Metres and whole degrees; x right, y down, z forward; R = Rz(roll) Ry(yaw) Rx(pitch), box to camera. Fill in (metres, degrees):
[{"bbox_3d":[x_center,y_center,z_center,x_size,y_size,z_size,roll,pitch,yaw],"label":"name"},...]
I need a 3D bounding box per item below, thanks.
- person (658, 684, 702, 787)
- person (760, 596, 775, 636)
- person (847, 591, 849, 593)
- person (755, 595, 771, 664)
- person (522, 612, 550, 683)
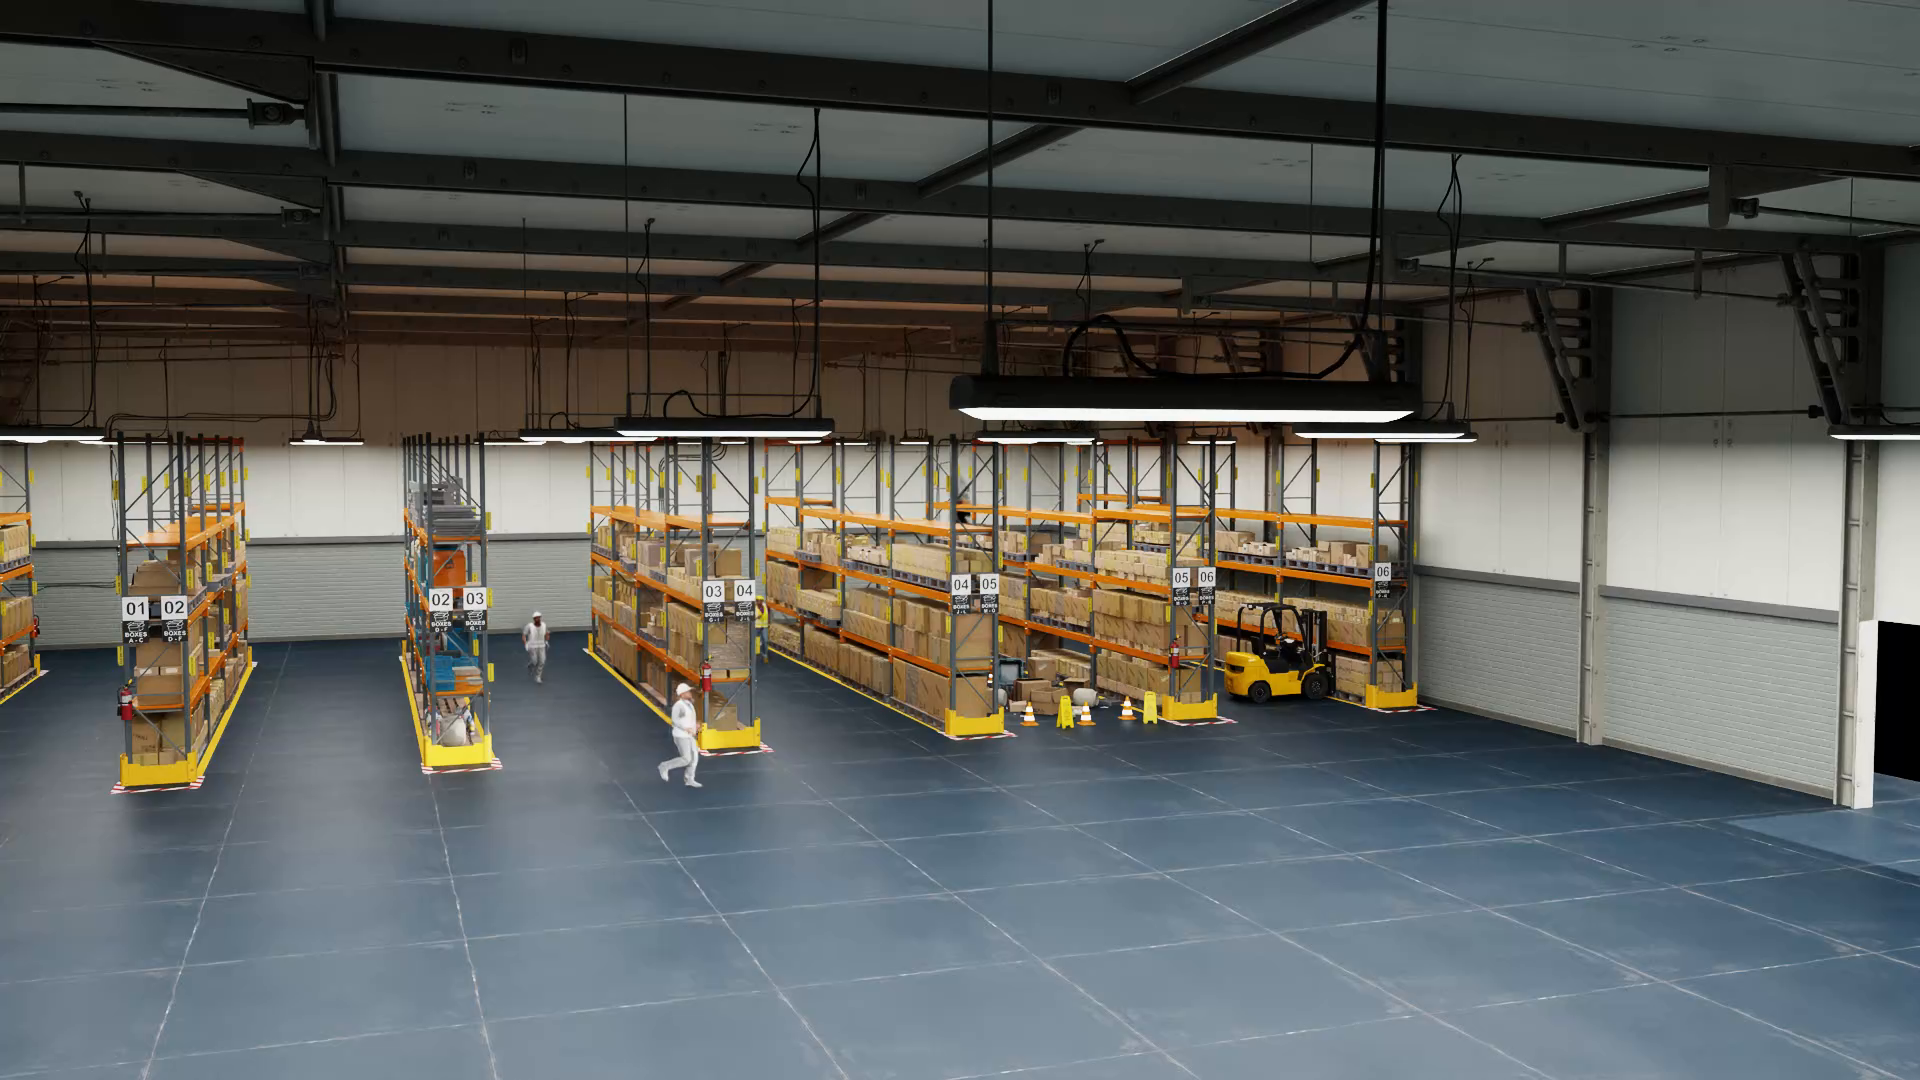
[{"bbox_3d":[-4.716,3.301,28.150,0.723,1.760,0.667,1,3,12],"label":"person"},{"bbox_3d":[-5.754,2.121,49.610,0.862,1.673,0.610,0,3,-1],"label":"person"},{"bbox_3d":[-3.176,2.275,47.290,0.676,1.677,0.699,-1,3,-22],"label":"person"},{"bbox_3d":[-5.342,2.361,44.308,0.721,1.794,0.903,-2,4,-27],"label":"person"},{"bbox_3d":[-10.353,2.611,40.640,0.668,1.728,0.639,-2,4,-32],"label":"person"}]
